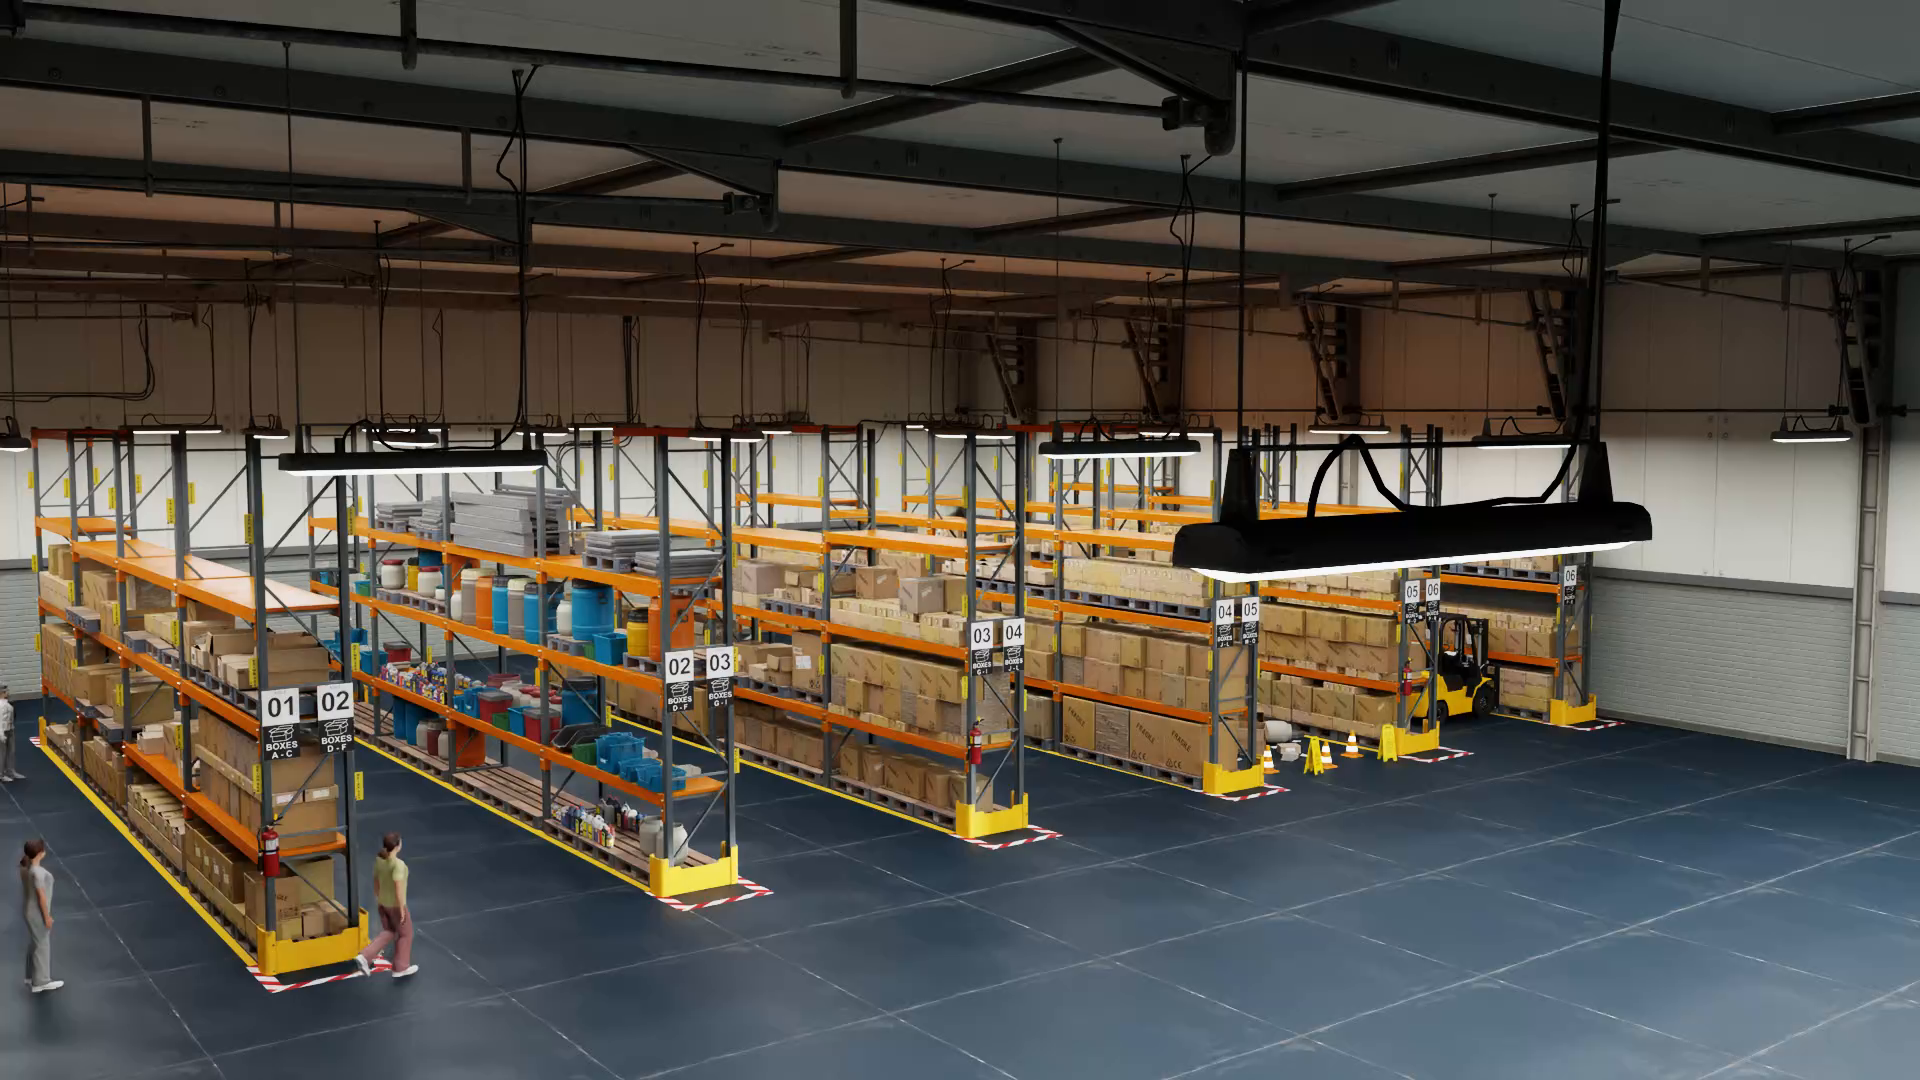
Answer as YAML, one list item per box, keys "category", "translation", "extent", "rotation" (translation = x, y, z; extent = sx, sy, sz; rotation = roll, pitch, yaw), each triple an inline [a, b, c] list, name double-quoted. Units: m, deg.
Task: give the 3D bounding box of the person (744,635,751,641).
- category: "person"
  translation: [-4.295, 2.796, 34.417]
  extent: [0.456, 1.698, 0.539]
  rotation: [-1, 5, -8]

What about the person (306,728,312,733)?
- category: "person"
  translation: [-12.612, 2.953, 31.973]
  extent: [0.599, 1.795, 0.651]
  rotation: [0, 4, 1]

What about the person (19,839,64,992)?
- category: "person"
  translation: [-10.041, 4.090, 18.158]
  extent: [0.374, 1.700, 0.530]
  rotation: [-3, 5, -33]

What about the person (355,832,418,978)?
- category: "person"
  translation: [-6.309, 4.053, 18.372]
  extent: [0.474, 1.645, 0.698]
  rotation: [4, 6, 42]

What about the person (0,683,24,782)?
- category: "person"
  translation: [-16.273, 3.279, 28.342]
  extent: [0.368, 1.689, 0.532]
  rotation: [0, 4, 1]
